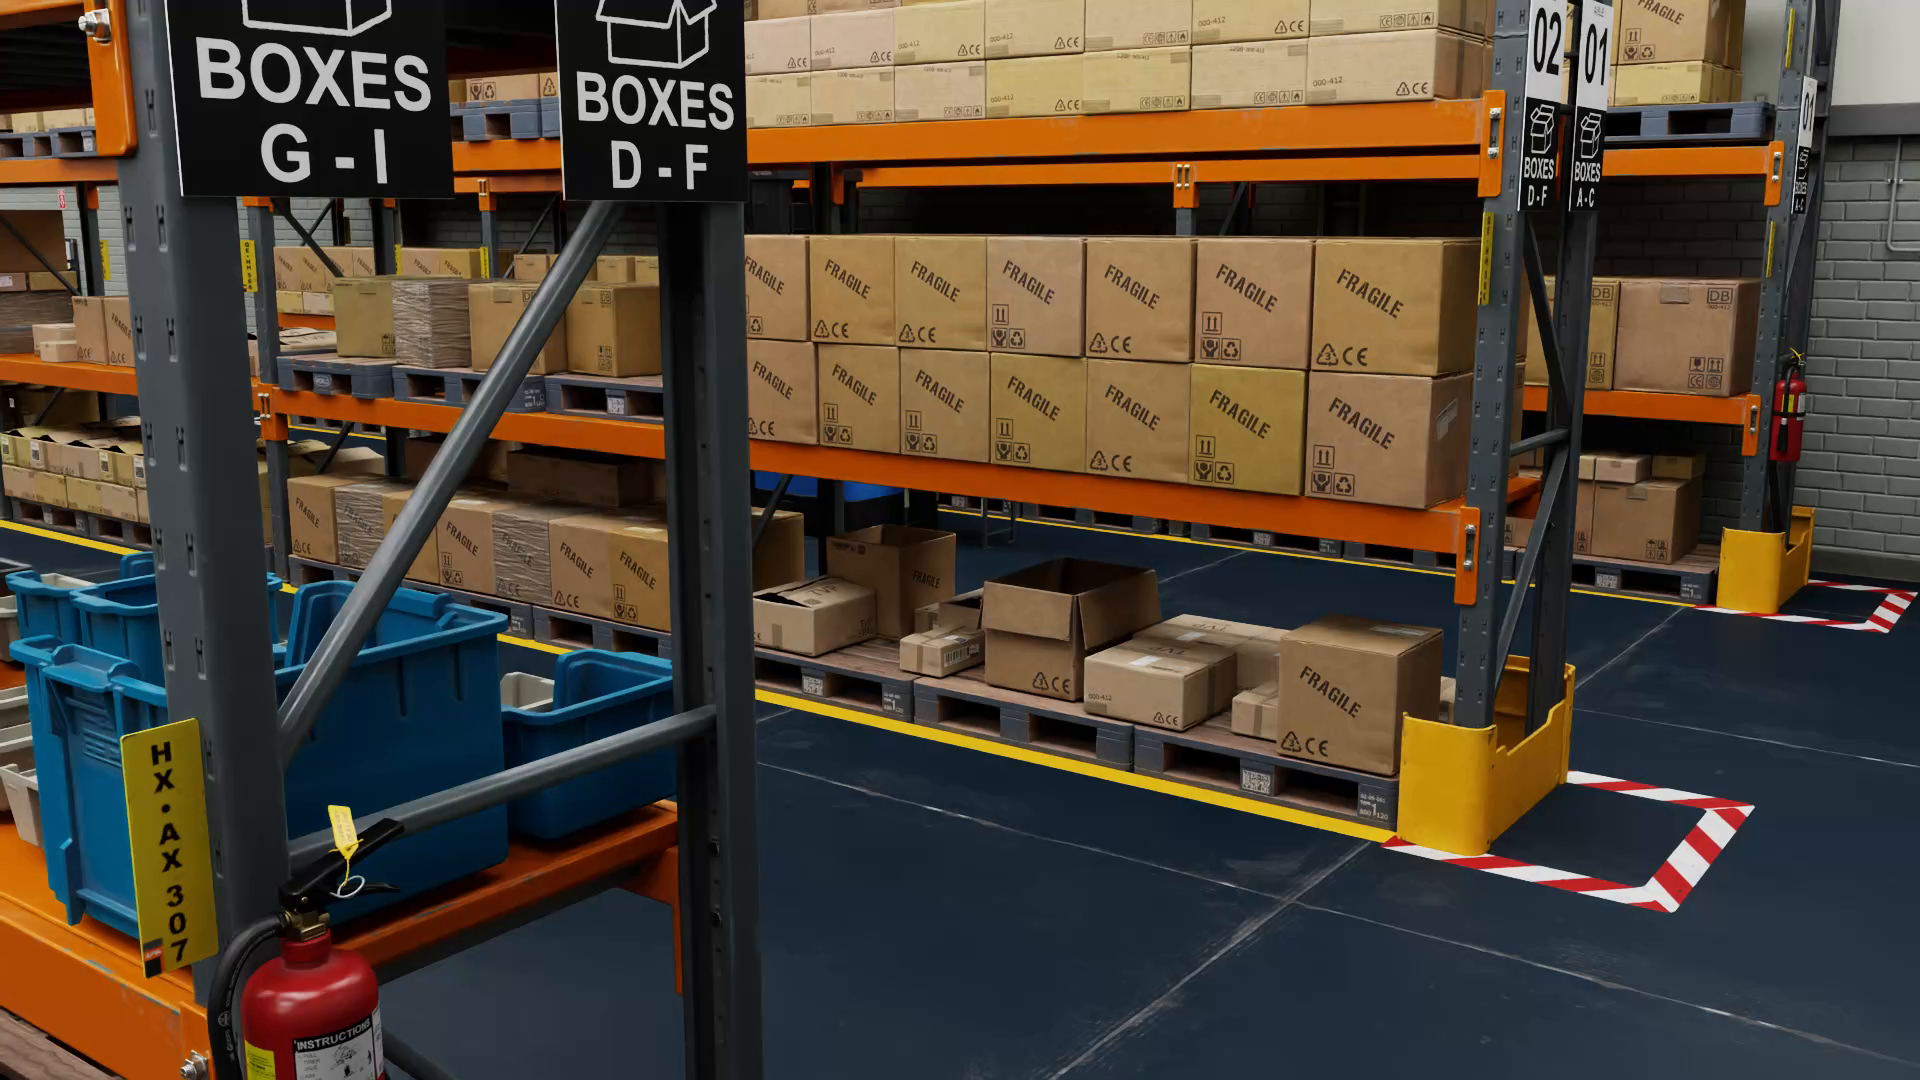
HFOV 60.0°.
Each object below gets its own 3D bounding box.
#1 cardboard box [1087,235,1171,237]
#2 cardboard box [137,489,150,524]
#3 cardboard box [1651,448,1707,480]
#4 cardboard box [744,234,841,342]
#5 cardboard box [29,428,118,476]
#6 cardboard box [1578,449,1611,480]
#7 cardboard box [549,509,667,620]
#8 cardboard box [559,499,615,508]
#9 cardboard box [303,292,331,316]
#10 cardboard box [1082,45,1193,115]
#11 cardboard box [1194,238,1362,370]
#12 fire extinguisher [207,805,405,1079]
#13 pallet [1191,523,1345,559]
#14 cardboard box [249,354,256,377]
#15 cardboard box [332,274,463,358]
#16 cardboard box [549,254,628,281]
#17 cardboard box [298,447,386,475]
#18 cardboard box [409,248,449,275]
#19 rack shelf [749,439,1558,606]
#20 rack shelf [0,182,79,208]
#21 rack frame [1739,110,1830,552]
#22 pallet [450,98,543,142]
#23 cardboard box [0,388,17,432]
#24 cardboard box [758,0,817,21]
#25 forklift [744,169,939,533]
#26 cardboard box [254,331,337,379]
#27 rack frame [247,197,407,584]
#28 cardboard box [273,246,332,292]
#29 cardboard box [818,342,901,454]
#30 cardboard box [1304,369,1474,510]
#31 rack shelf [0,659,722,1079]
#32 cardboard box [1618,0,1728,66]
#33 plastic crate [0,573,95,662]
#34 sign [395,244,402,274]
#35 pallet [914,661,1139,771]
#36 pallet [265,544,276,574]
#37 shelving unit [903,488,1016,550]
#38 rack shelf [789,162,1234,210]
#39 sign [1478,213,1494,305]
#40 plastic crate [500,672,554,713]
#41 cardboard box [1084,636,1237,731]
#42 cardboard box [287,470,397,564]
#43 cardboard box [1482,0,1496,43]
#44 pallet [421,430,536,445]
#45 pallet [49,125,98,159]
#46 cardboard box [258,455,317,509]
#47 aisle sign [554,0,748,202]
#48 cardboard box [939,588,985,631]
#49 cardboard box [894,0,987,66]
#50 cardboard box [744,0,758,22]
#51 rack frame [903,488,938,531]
[{"bbox_3d":[0.791,-1.168,7.773,0.500,0.500,0.500,8,13,35],"label":"cardboard box"},{"bbox_3d":[-5.608,-0.258,12.099,0.500,0.250,0.500,8,14,37],"label":"cardboard box"},{"bbox_3d":[4.754,-0.502,10.995,0.250,0.149,0.380,8,14,36],"label":"cardboard box"},{"bbox_3d":[-0.782,-1.260,8.248,0.500,0.500,0.500,8,14,37],"label":"cardboard box"},{"bbox_3d":[-6.857,-0.705,12.933,0.500,0.311,0.500,8,13,35],"label":"cardboard box"},{"bbox_3d":[4.117,-0.501,10.988,0.250,0.149,0.380,8,14,37],"label":"cardboard box"},{"bbox_3d":[-1.956,0.127,9.398,0.500,0.500,0.500,8,14,36],"label":"cardboard box"},{"bbox_3d":[-2.075,-0.012,10.116,0.500,0.500,0.500,8,14,36],"label":"cardboard box"},{"bbox_3d":[-7.105,-2.700,18.931,0.500,0.250,0.500,7,13,34],"label":"cardboard box"},{"bbox_3d":[0.852,-1.895,6.923,0.500,0.250,0.500,8,13,36],"label":"cardboard box"},{"bbox_3d":[1.300,-0.971,6.754,0.500,0.500,0.500,8,14,37],"label":"cardboard box"},{"bbox_3d":[-0.853,0.700,2.202,0.183,0.674,0.296,8,13,36],"label":"fire extinguisher"},{"bbox_3d":[2.501,-0.108,12.532,1.213,0.211,1.003,8,13,36],"label":"pallet"},{"bbox_3d":[-5.107,-1.201,11.501,0.250,0.149,0.380,8,13,36],"label":"cardboard box"},{"bbox_3d":[-3.645,-1.467,10.847,0.500,0.500,0.700,3,11,17],"label":"cardboard box"},{"bbox_3d":[-3.678,-2.613,16.715,0.500,0.500,0.700,10,15,41],"label":"cardboard box"},{"bbox_3d":[-4.467,-0.501,11.878,0.500,0.311,0.500,9,14,37],"label":"cardboard box"},{"bbox_3d":[-5.484,-2.839,17.677,0.500,0.500,0.500,8,13,35],"label":"cardboard box"},{"bbox_3d":[0.617,-0.238,7.755,4.000,0.370,1.077,8,13,36],"label":"rack shelf"},{"bbox_3d":[-9.055,-3.059,14.443,4.000,0.370,1.077,8,13,36],"label":"rack shelf"},{"bbox_3d":[5.158,-1.125,10.446,0.127,3.000,1.000,8,13,36],"label":"rack frame"},{"bbox_3d":[-2.317,-2.396,9.616,1.003,0.211,1.213,8,13,36],"label":"pallet"},{"bbox_3d":[-8.342,-1.016,14.044,0.500,0.500,0.500,8,13,36],"label":"cardboard box"},{"bbox_3d":[-0.580,-2.780,8.207,0.500,0.500,0.700,8,13,36],"label":"cardboard box"},{"bbox_3d":[-1.619,-1.672,13.455,3.031,2.935,1.130,9,14,39],"label":"forklift"},{"bbox_3d":[-4.486,-1.269,11.428,0.500,0.311,0.500,9,14,39],"label":"cardboard box"},{"bbox_3d":[-4.219,-1.265,11.173,0.127,3.000,1.000,8,13,36],"label":"rack frame"},{"bbox_3d":[-7.531,-3.128,19.170,0.500,0.500,0.500,8,14,36],"label":"cardboard box"},{"bbox_3d":[-0.331,-0.709,8.032,0.500,0.500,0.500,8,14,37],"label":"cardboard box"},{"bbox_3d":[1.707,-0.424,6.560,0.500,0.500,0.500,8,14,37],"label":"cardboard box"},{"bbox_3d":[-2.318,0.520,3.837,4.000,0.370,1.077,8,13,36],"label":"rack shelf"},{"bbox_3d":[4.407,-3.188,10.264,0.500,0.500,0.500,8,13,35],"label":"cardboard box"},{"bbox_3d":[-2.348,0.192,4.176,0.466,0.136,0.293,8,13,36],"label":"plastic crate"},{"bbox_3d":[-3.905,-1.879,11.506,0.005,0.325,0.100,8,13,36],"label":"sign"},{"bbox_3d":[0.546,0.768,8.005,1.213,0.211,1.003,8,13,36],"label":"pallet"},{"bbox_3d":[-4.859,0.005,11.947,1.213,0.211,1.003,8,13,36],"label":"pallet"},{"bbox_3d":[-0.005,-0.737,12.391,0.755,1.500,0.431,8,13,36],"label":"shelving unit"},{"bbox_3d":[0.322,-2.919,13.717,4.000,0.370,1.077,8,13,36],"label":"rack shelf"},{"bbox_3d":[1.885,-1.007,5.957,0.005,0.325,0.100,8,13,36],"label":"sign"},{"bbox_3d":[-0.919,0.365,3.282,0.298,0.136,0.250,8,13,36],"label":"plastic crate"},{"bbox_3d":[0.897,0.633,7.440,0.500,0.250,0.500,8,13,36],"label":"cardboard box"},{"bbox_3d":[-4.021,-0.159,10.878,0.500,0.500,0.500,9,14,38],"label":"cardboard box"},{"bbox_3d":[1.969,-2.108,6.710,0.500,0.250,0.500,8,13,36],"label":"cardboard box"},{"bbox_3d":[-5.076,-1.175,18.047,1.213,0.211,1.003,8,13,36],"label":"pallet"},{"bbox_3d":[-5.722,-2.833,11.877,1.213,0.211,1.003,9,14,38],"label":"pallet"},{"bbox_3d":[-4.787,-0.418,11.451,0.500,0.311,0.500,8,14,37],"label":"cardboard box"},{"bbox_3d":[-0.472,-0.922,2.553,0.004,0.787,0.394,8,13,36],"label":"aisle sign"},{"bbox_3d":[0.237,0.393,8.520,0.500,0.311,0.500,8,13,36],"label":"cardboard box"},{"bbox_3d":[0.050,-2.254,7.462,0.500,0.250,0.500,8,13,36],"label":"cardboard box"},{"bbox_3d":[-1.357,-2.661,8.856,0.600,0.600,0.600,6,13,30],"label":"cardboard box"},{"bbox_3d":[-0.300,-0.778,12.604,0.023,1.500,0.400,8,13,36],"label":"rack frame"}]
